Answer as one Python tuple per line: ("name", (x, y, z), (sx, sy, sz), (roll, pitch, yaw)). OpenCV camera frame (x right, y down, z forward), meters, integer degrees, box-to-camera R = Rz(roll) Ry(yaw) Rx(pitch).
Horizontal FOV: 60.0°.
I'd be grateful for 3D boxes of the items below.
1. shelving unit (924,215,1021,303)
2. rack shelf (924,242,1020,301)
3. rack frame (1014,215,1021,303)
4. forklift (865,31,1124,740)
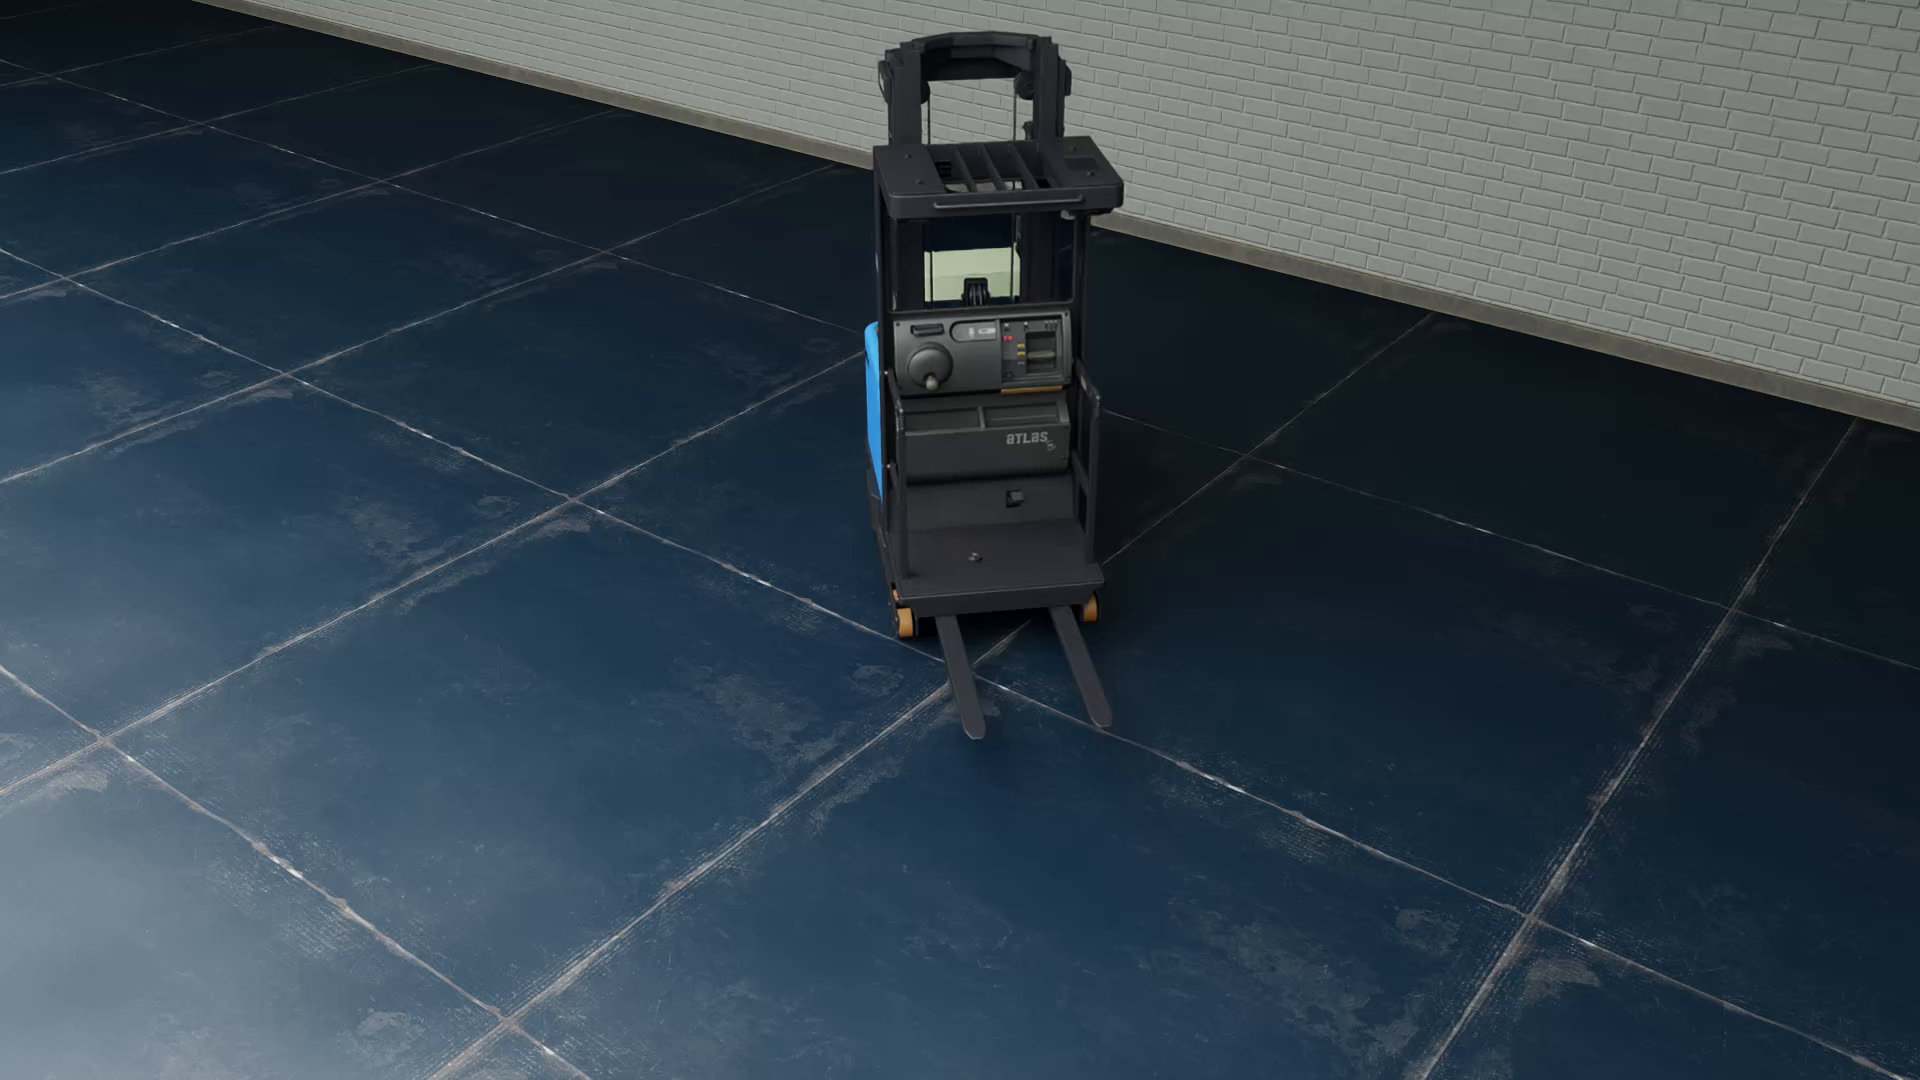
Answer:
("shelving unit", (0.024, -1.210, 10.320), (0.755, 1.500, 0.431), (-5, 31, -8))
("rack shelf", (0.024, -1.546, 10.121), (0.720, 0.370, 0.431), (-5, 31, -8))
("rack frame", (0.385, -1.240, 10.371), (0.023, 1.500, 0.400), (-5, 31, -8))
("forklift", (0.155, -0.931, 8.446), (1.130, 2.935, 3.031), (-4, 31, -7))
